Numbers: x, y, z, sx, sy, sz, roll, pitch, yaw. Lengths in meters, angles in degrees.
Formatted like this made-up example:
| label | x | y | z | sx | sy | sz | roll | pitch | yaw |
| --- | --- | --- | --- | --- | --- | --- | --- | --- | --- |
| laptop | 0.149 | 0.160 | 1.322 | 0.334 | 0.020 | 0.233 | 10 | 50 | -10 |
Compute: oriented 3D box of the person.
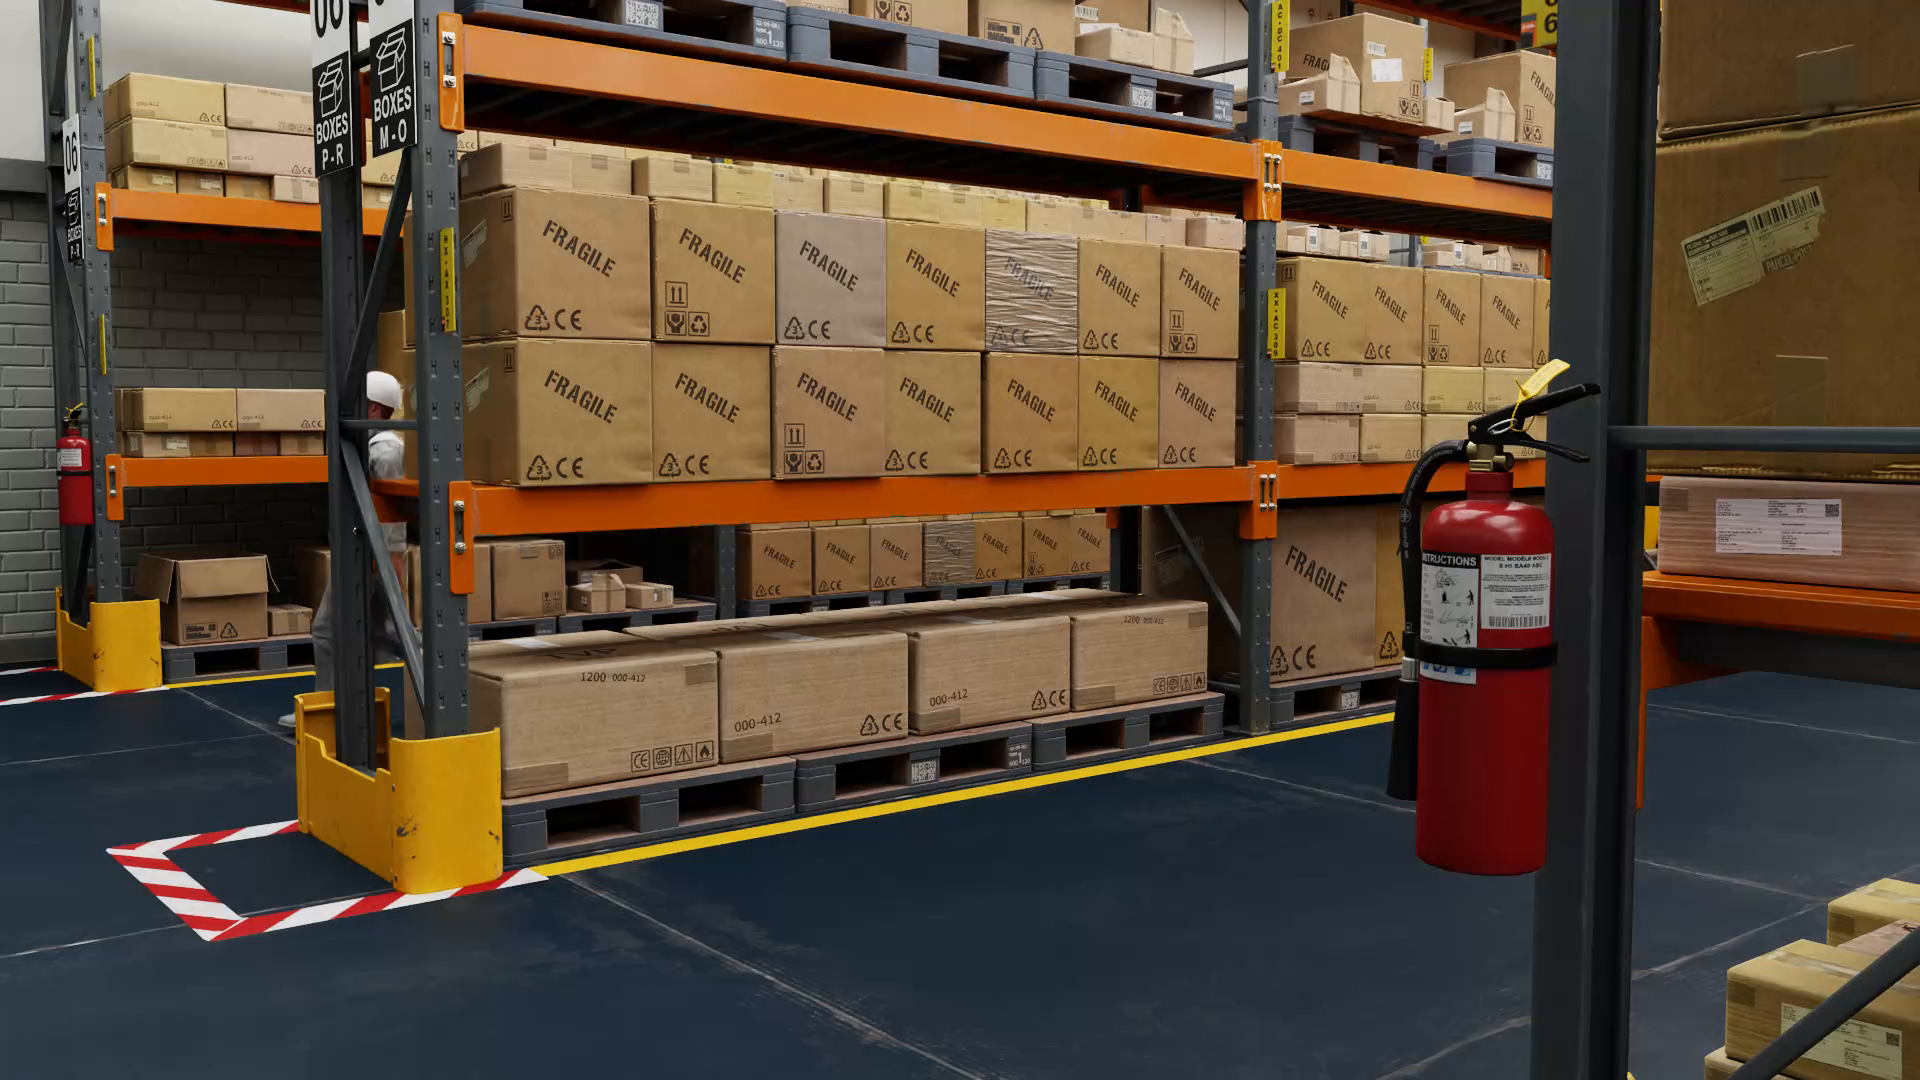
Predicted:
| label | x | y | z | sx | sy | sz | roll | pitch | yaw |
| --- | --- | --- | --- | --- | --- | --- | --- | --- | --- |
| person | -2.907 | 0.040 | 8.222 | 0.919 | 1.741 | 0.550 | -2 | 5 | -24 |
